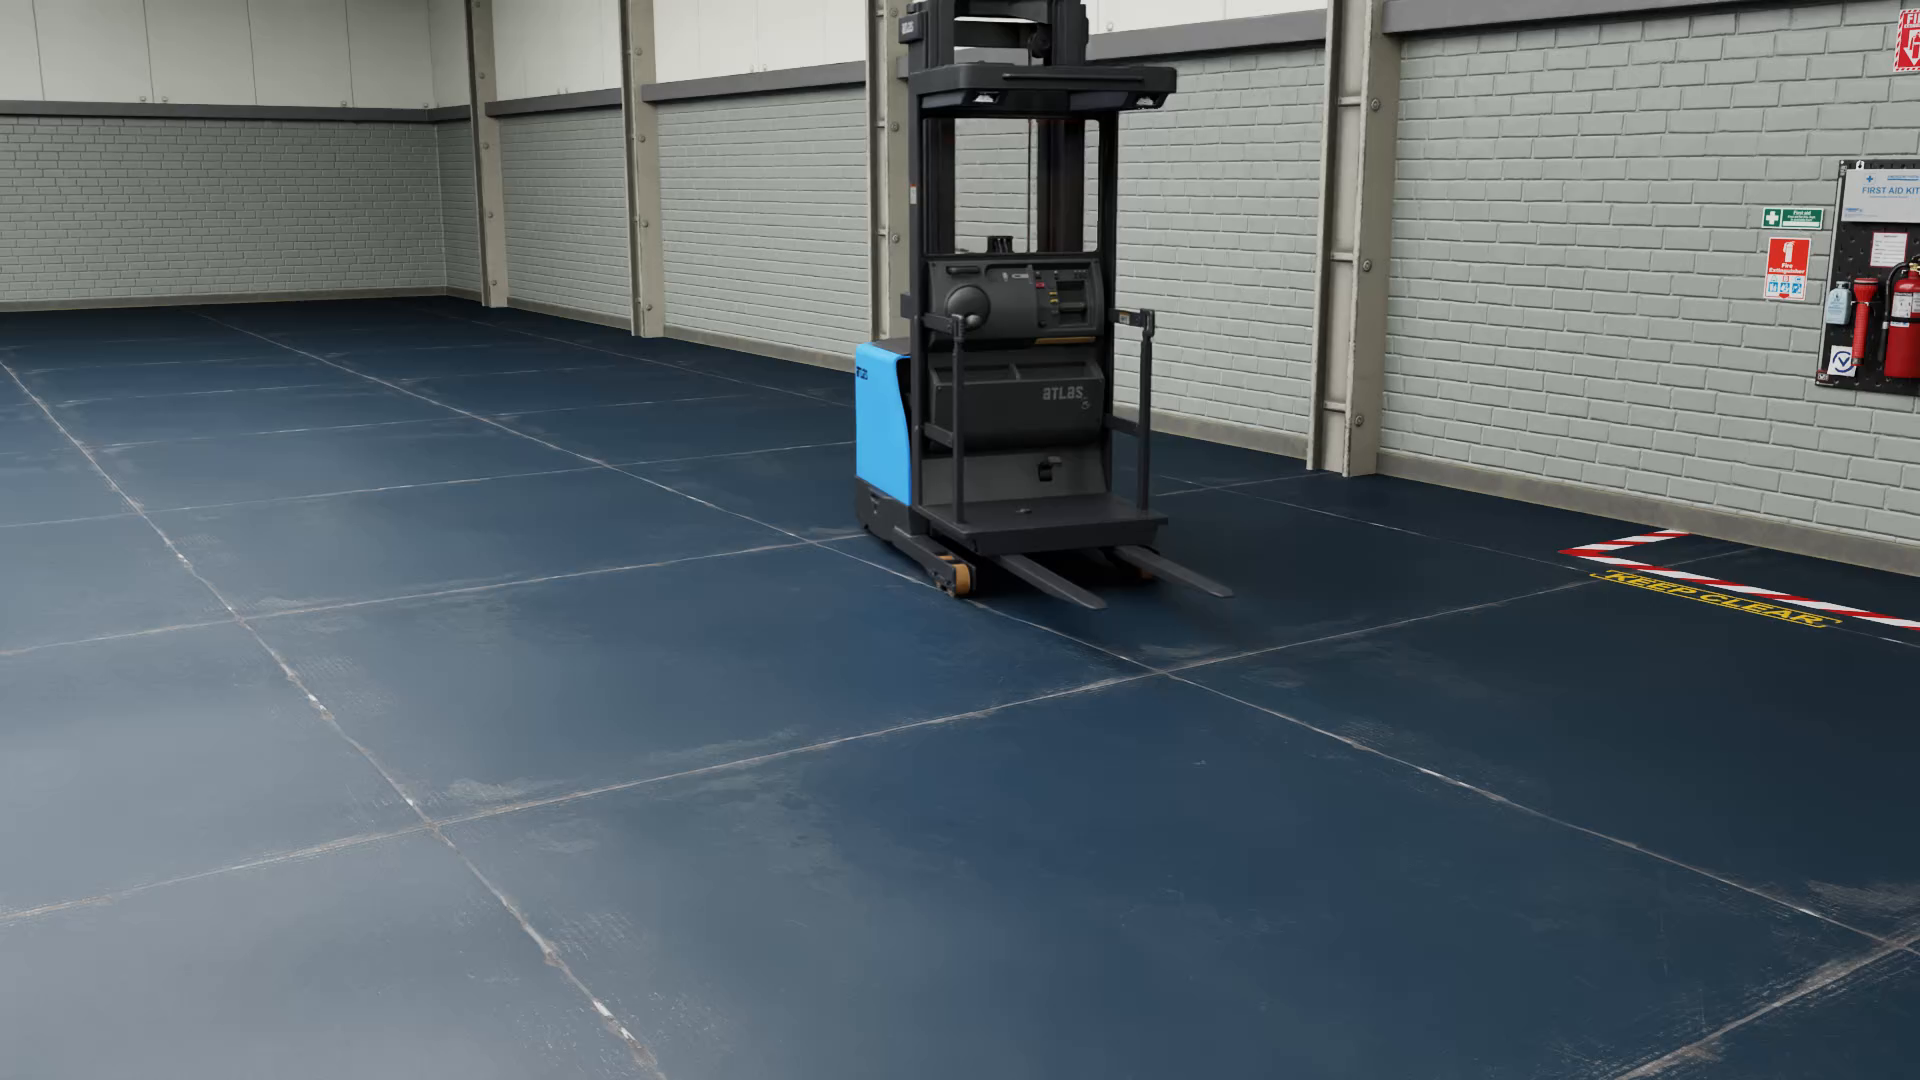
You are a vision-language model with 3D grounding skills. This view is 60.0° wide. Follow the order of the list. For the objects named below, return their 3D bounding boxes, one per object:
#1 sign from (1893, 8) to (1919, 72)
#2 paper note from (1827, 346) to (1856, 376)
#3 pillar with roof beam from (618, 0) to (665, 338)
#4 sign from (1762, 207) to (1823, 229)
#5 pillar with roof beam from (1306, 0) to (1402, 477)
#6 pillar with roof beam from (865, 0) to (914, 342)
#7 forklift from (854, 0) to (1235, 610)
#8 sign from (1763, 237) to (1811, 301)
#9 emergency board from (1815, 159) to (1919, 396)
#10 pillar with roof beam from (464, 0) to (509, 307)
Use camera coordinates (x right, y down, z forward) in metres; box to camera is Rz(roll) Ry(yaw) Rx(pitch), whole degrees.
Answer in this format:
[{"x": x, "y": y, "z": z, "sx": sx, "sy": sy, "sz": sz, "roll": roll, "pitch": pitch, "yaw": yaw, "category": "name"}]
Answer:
[{"x": 4.724, "y": -2.470, "z": 8.210, "sx": 0.001, "sy": 0.298, "sz": 0.199, "roll": -8, "pitch": 15, "yaw": -33, "category": "sign"}, {"x": 4.605, "y": -0.934, "z": 8.672, "sx": 0.016, "sy": 0.148, "sz": 0.142, "roll": -8, "pitch": 15, "yaw": -33, "category": "paper note"}, {"x": -7.574, "y": -6.503, "z": 18.034, "sx": 9.100, "sy": 9.000, "sz": 0.400, "roll": -8, "pitch": 15, "yaw": -33, "category": "pillar with roof beam"}, {"x": 4.420, "y": -1.709, "z": 8.833, "sx": 0.001, "sy": 0.109, "sz": 0.331, "roll": -8, "pitch": 15, "yaw": -33, "category": "sign"}, {"x": -0.925, "y": -4.369, "z": 8.275, "sx": 9.100, "sy": 9.000, "sz": 0.400, "roll": -8, "pitch": 15, "yaw": -33, "category": "pillar with roof beam"}, {"x": -4.250, "y": -5.436, "z": 13.154, "sx": 9.100, "sy": 9.000, "sz": 0.400, "roll": -8, "pitch": 15, "yaw": -33, "category": "pillar with roof beam"}, {"x": 0.365, "y": -1.253, "z": 8.229, "sx": 1.130, "sy": 2.935, "sz": 3.031, "roll": -4, "pitch": 13, "yaw": -19, "category": "forklift"}, {"x": 4.425, "y": -1.452, "z": 8.898, "sx": 0.001, "sy": 0.329, "sz": 0.234, "roll": -8, "pitch": 15, "yaw": -33, "category": "sign"}, {"x": 4.645, "y": -1.324, "z": 8.397, "sx": 0.194, "sy": 1.169, "sz": 0.643, "roll": -8, "pitch": 15, "yaw": -33, "category": "emergency board"}, {"x": -10.898, "y": -7.570, "z": 22.914, "sx": 9.100, "sy": 9.000, "sz": 0.400, "roll": -8, "pitch": 15, "yaw": -33, "category": "pillar with roof beam"}]
